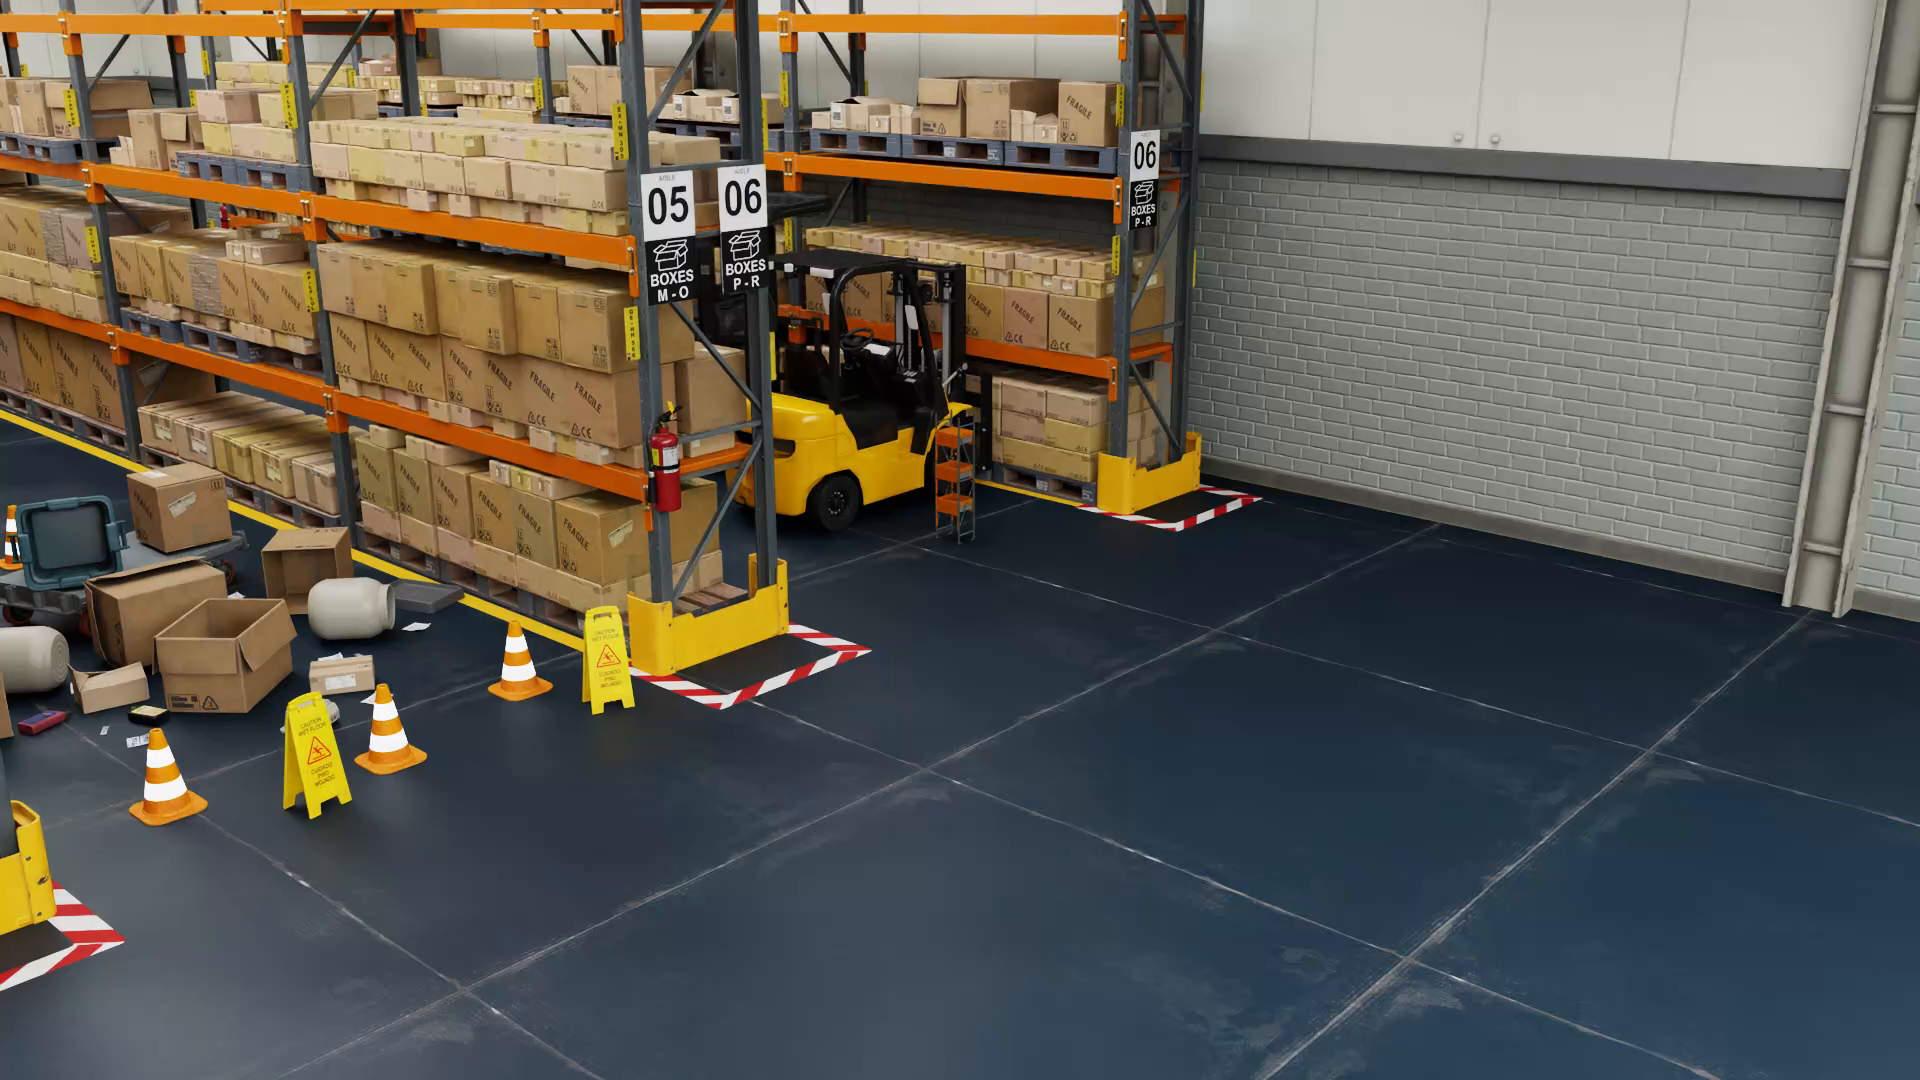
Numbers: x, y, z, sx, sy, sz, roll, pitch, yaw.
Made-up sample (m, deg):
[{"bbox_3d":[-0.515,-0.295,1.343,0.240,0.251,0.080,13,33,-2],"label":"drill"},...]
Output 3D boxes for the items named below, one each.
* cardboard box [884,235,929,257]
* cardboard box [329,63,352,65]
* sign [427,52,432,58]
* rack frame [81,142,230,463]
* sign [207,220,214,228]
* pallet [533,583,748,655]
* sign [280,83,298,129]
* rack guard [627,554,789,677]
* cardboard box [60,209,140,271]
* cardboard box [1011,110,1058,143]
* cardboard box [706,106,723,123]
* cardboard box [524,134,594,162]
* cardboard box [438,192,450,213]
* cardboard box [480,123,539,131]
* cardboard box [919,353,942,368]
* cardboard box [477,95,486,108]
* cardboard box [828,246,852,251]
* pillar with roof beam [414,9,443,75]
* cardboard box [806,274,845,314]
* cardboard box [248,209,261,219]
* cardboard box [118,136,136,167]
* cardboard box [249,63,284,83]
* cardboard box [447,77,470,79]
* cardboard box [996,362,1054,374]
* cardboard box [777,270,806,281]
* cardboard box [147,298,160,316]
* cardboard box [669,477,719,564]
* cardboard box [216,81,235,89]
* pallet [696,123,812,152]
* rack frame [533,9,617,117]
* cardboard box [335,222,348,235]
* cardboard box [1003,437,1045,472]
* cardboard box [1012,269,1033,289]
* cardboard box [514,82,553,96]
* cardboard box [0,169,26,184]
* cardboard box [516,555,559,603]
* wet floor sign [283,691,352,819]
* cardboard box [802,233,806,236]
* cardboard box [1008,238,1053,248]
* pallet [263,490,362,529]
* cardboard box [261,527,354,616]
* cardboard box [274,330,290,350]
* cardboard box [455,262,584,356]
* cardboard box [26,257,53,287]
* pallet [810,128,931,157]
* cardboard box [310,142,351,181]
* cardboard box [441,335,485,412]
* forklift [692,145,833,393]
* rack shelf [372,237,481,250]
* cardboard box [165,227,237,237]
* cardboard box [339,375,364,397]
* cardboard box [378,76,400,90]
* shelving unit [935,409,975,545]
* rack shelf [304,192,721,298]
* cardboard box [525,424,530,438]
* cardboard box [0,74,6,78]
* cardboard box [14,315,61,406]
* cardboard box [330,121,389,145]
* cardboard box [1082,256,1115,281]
[{"bbox_3d":[-0.497,-2.777,15.675,0.250,0.149,0.380,15,23,38],"label":"cardboard box"},{"bbox_3d":[-8.270,-6.323,22.547,0.500,0.250,0.500,15,23,39],"label":"cardboard box"},{"bbox_3d":[-6.945,-6.208,21.751,0.005,0.325,0.100,15,23,39],"label":"sign"},{"bbox_3d":[-7.611,-2.291,15.873,0.127,3.000,1.000,15,23,39],"label":"rack frame"},{"bbox_3d":[-7.258,-2.930,16.103,0.005,0.325,0.100,15,23,39],"label":"sign"},{"bbox_3d":[-2.269,0.458,11.821,1.213,0.211,1.003,15,23,39],"label":"pallet"},{"bbox_3d":[-4.985,-3.226,12.353,0.005,0.325,0.100,15,23,39],"label":"sign"},{"bbox_3d":[-1.684,0.491,11.238,0.348,0.500,1.175,15,23,39],"label":"rack guard"},{"bbox_3d":[-8.171,-2.860,15.847,0.500,0.500,0.500,14,23,38],"label":"cardboard box"},{"bbox_3d":[0.653,-3.571,14.309,0.258,0.266,0.396,15,23,39],"label":"cardboard box"},{"bbox_3d":[-2.352,-4.322,16.868,0.250,0.149,0.380,15,23,39],"label":"cardboard box"},{"bbox_3d":[-2.603,-2.546,10.815,0.250,0.149,0.380,15,23,40],"label":"cardboard box"},{"bbox_3d":[-3.394,-2.370,11.576,0.250,0.149,0.380,15,23,40],"label":"cardboard box"},{"bbox_3d":[-3.222,-2.919,11.988,0.250,0.149,0.380,15,23,40],"label":"cardboard box"},{"bbox_3d":[-0.418,-1.608,15.917,0.500,0.250,0.500,16,24,41],"label":"cardboard box"},{"bbox_3d":[-5.473,-5.196,19.657,0.250,0.149,0.380,15,23,40],"label":"cardboard box"},{"bbox_3d":[-1.069,-2.794,16.218,0.250,0.149,0.380,16,23,41],"label":"cardboard box"},{"bbox_3d":[-10.091,-6.447,19.051,0.400,9.000,9.100,15,23,39],"label":"pillar with roof beam"},{"bbox_3d":[-1.169,-2.511,16.401,0.500,0.500,0.500,14,22,38],"label":"cardboard box"},{"bbox_3d":[-10.018,-4.733,23.982,0.250,0.149,0.380,16,23,41],"label":"cardboard box"},{"bbox_3d":[-7.297,-3.504,14.957,0.258,0.266,0.396,15,23,39],"label":"cardboard box"},{"bbox_3d":[-9.385,-6.410,22.820,0.500,0.250,0.500,15,23,38],"label":"cardboard box"},{"bbox_3d":[-6.077,-5.613,20.444,0.250,0.149,0.380,15,23,40],"label":"cardboard box"},{"bbox_3d":[0.687,-1.517,15.630,0.500,0.250,0.500,15,23,39],"label":"cardboard box"},{"bbox_3d":[-1.864,-2.820,16.959,0.500,0.250,0.500,14,23,38],"label":"cardboard box"},{"bbox_3d":[-7.128,-2.135,15.100,0.250,0.149,0.380,13,22,36],"label":"cardboard box"},{"bbox_3d":[-2.066,-0.161,11.773,0.500,0.500,0.500,14,22,37],"label":"cardboard box"},{"bbox_3d":[-10.152,-6.370,23.524,0.500,0.250,0.500,15,23,39],"label":"cardboard box"},{"bbox_3d":[-1.996,-4.125,17.007,1.217,0.209,0.805,14,22,37],"label":"pallet"},{"bbox_3d":[-4.319,-6.275,18.506,0.127,3.000,1.000,15,23,39],"label":"rack frame"},{"bbox_3d":[-8.137,-4.199,22.301,0.250,0.149,0.380,16,23,41],"label":"cardboard box"},{"bbox_3d":[0.738,-0.823,15.098,0.500,0.250,0.500,15,23,39],"label":"cardboard box"},{"bbox_3d":[0.677,-2.335,14.772,0.250,0.149,0.380,15,23,39],"label":"cardboard box"},{"bbox_3d":[-4.899,-5.184,19.126,0.250,0.149,0.380,14,22,37],"label":"cardboard box"},{"bbox_3d":[-10.667,-4.050,18.524,0.250,0.149,0.380,15,23,38],"label":"cardboard box"},{"bbox_3d":[-2.793,0.218,11.817,0.500,0.250,0.500,15,23,39],"label":"cardboard box"},{"bbox_3d":[-3.502,1.135,8.968,0.232,0.644,0.267,11,20,30],"label":"wet floor sign"},{"bbox_3d":[-1.448,-3.088,17.145,0.250,0.149,0.380,14,23,38],"label":"cardboard box"},{"bbox_3d":[0.655,-2.709,15.458,0.250,0.149,0.380,14,23,38],"label":"cardboard box"},{"bbox_3d":[-5.203,-0.315,14.256,1.213,0.211,1.003,15,23,39],"label":"pallet"},{"bbox_3d":[-4.721,0.225,12.072,0.500,0.500,0.500,-3,18,-8],"label":"cardboard box"},{"bbox_3d":[-5.373,-1.666,13.625,0.250,0.149,0.380,14,22,38],"label":"cardboard box"},{"bbox_3d":[-2.978,-1.587,11.343,0.500,0.500,0.700,15,23,39],"label":"cardboard box"},{"bbox_3d":[-8.924,-2.698,16.576,0.500,0.250,0.500,14,23,38],"label":"cardboard box"},{"bbox_3d":[-0.672,-3.834,15.922,1.213,0.211,1.003,15,23,39],"label":"pallet"},{"bbox_3d":[-4.472,-2.838,12.393,0.500,0.250,0.500,14,23,38],"label":"cardboard box"},{"bbox_3d":[-3.326,-1.230,11.872,0.500,0.500,0.500,15,23,40],"label":"cardboard box"},{"bbox_3d":[-1.817,-2.116,15.432,3.031,2.935,1.130,9,20,26],"label":"forklift"},{"bbox_3d":[-5.815,-3.474,20.788,4.000,0.370,1.077,15,23,39],"label":"rack shelf"},{"bbox_3d":[-7.087,-2.653,15.660,0.500,0.500,0.500,14,22,38],"label":"cardboard box"},{"bbox_3d":[-4.597,-1.233,12.952,0.250,0.149,0.380,15,23,39],"label":"cardboard box"},{"bbox_3d":[-6.970,-5.661,20.595,0.250,0.149,0.380,14,23,38],"label":"cardboard box"},{"bbox_3d":[-0.040,-0.511,13.487,0.252,1.050,0.215,15,23,39],"label":"shelving unit"},{"bbox_3d":[-3.123,-2.173,11.732,4.000,0.370,1.077,15,23,39],"label":"rack shelf"},{"bbox_3d":[-2.801,-0.802,11.596,0.250,0.149,0.380,15,23,40],"label":"cardboard box"},{"bbox_3d":[-10.136,-4.529,17.107,0.500,0.500,0.500,15,23,38],"label":"cardboard box"},{"bbox_3d":[-9.405,-1.996,17.760,0.875,0.875,0.875,16,24,41],"label":"cardboard box"},{"bbox_3d":[-4.387,-2.996,12.230,0.250,0.149,0.380,16,24,41],"label":"cardboard box"},{"bbox_3d":[1.257,-2.332,14.271,0.250,0.149,0.380,15,23,39],"label":"cardboard box"}]
